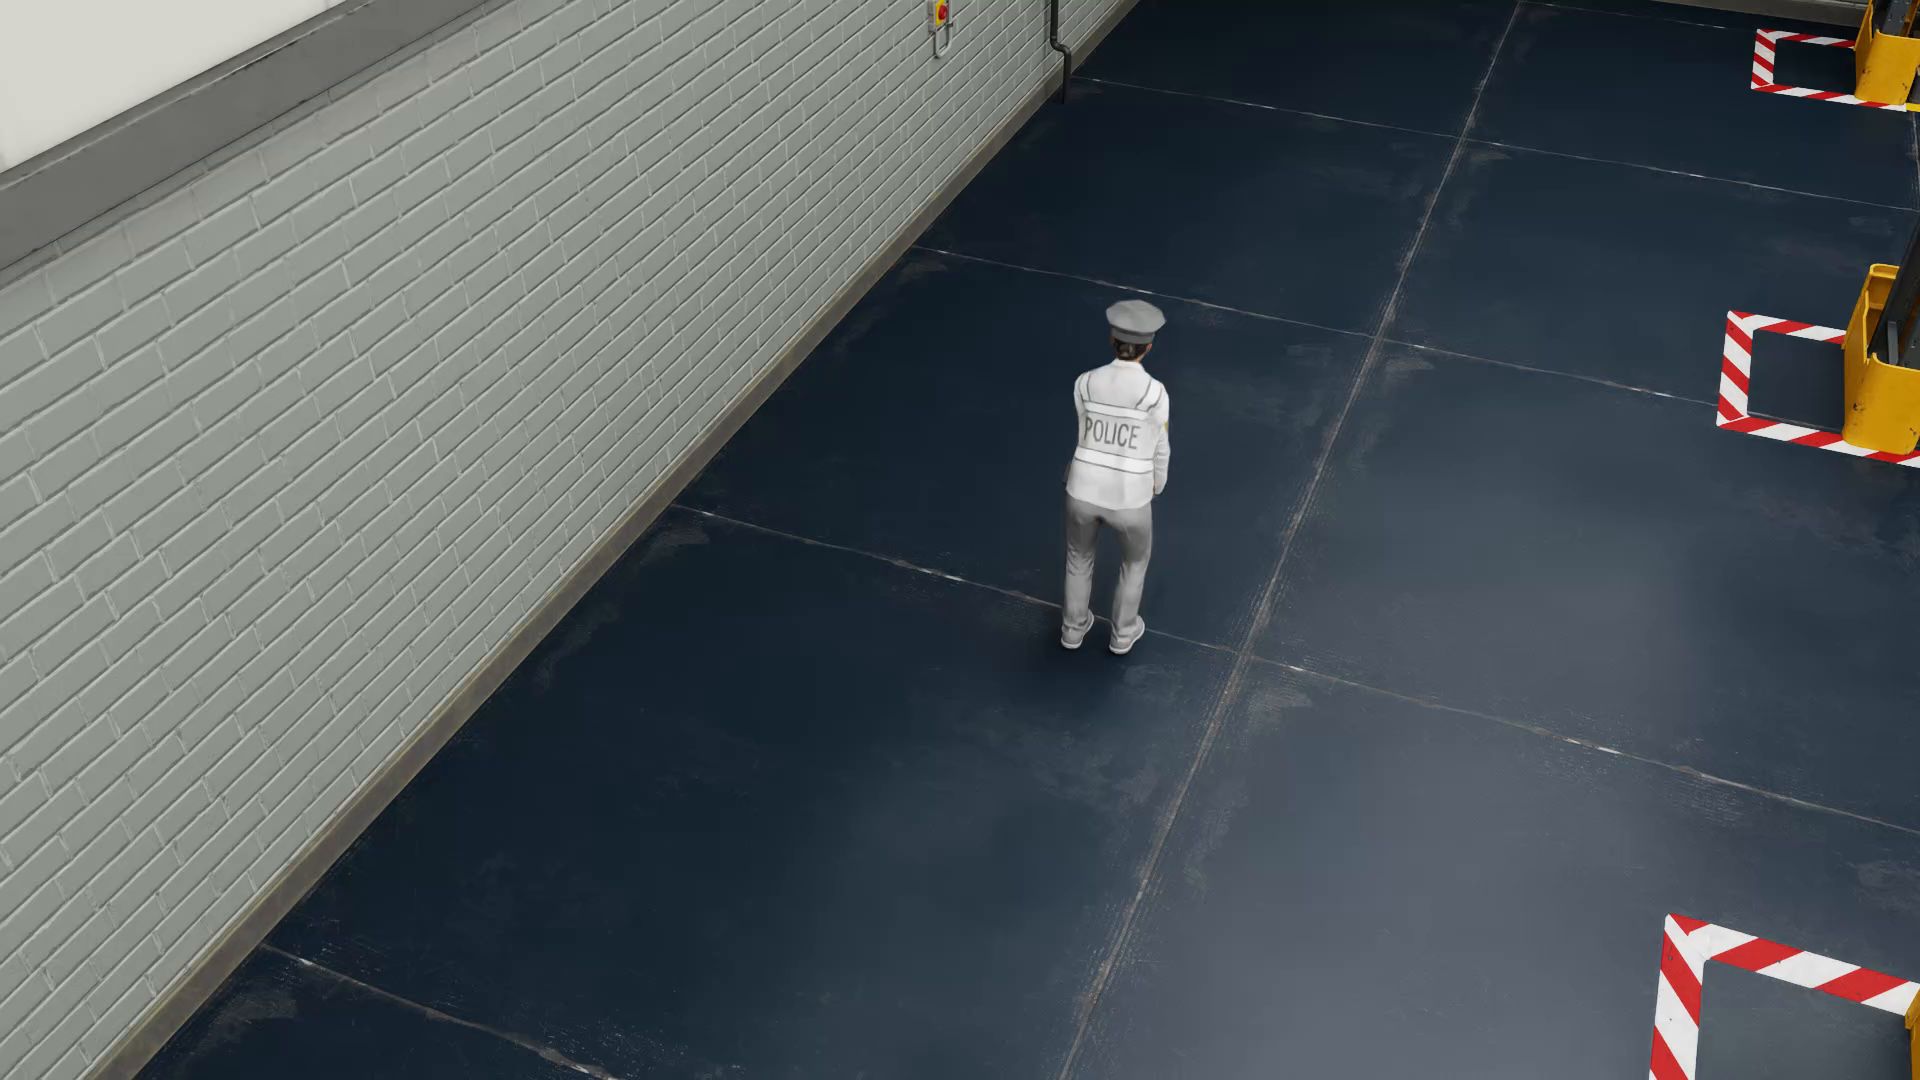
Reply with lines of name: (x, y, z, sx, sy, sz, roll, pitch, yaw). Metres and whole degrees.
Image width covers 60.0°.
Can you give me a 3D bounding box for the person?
person: (0.663, -0.224, 7.163, 0.410, 1.605, 0.570, 13, 40, 17)
